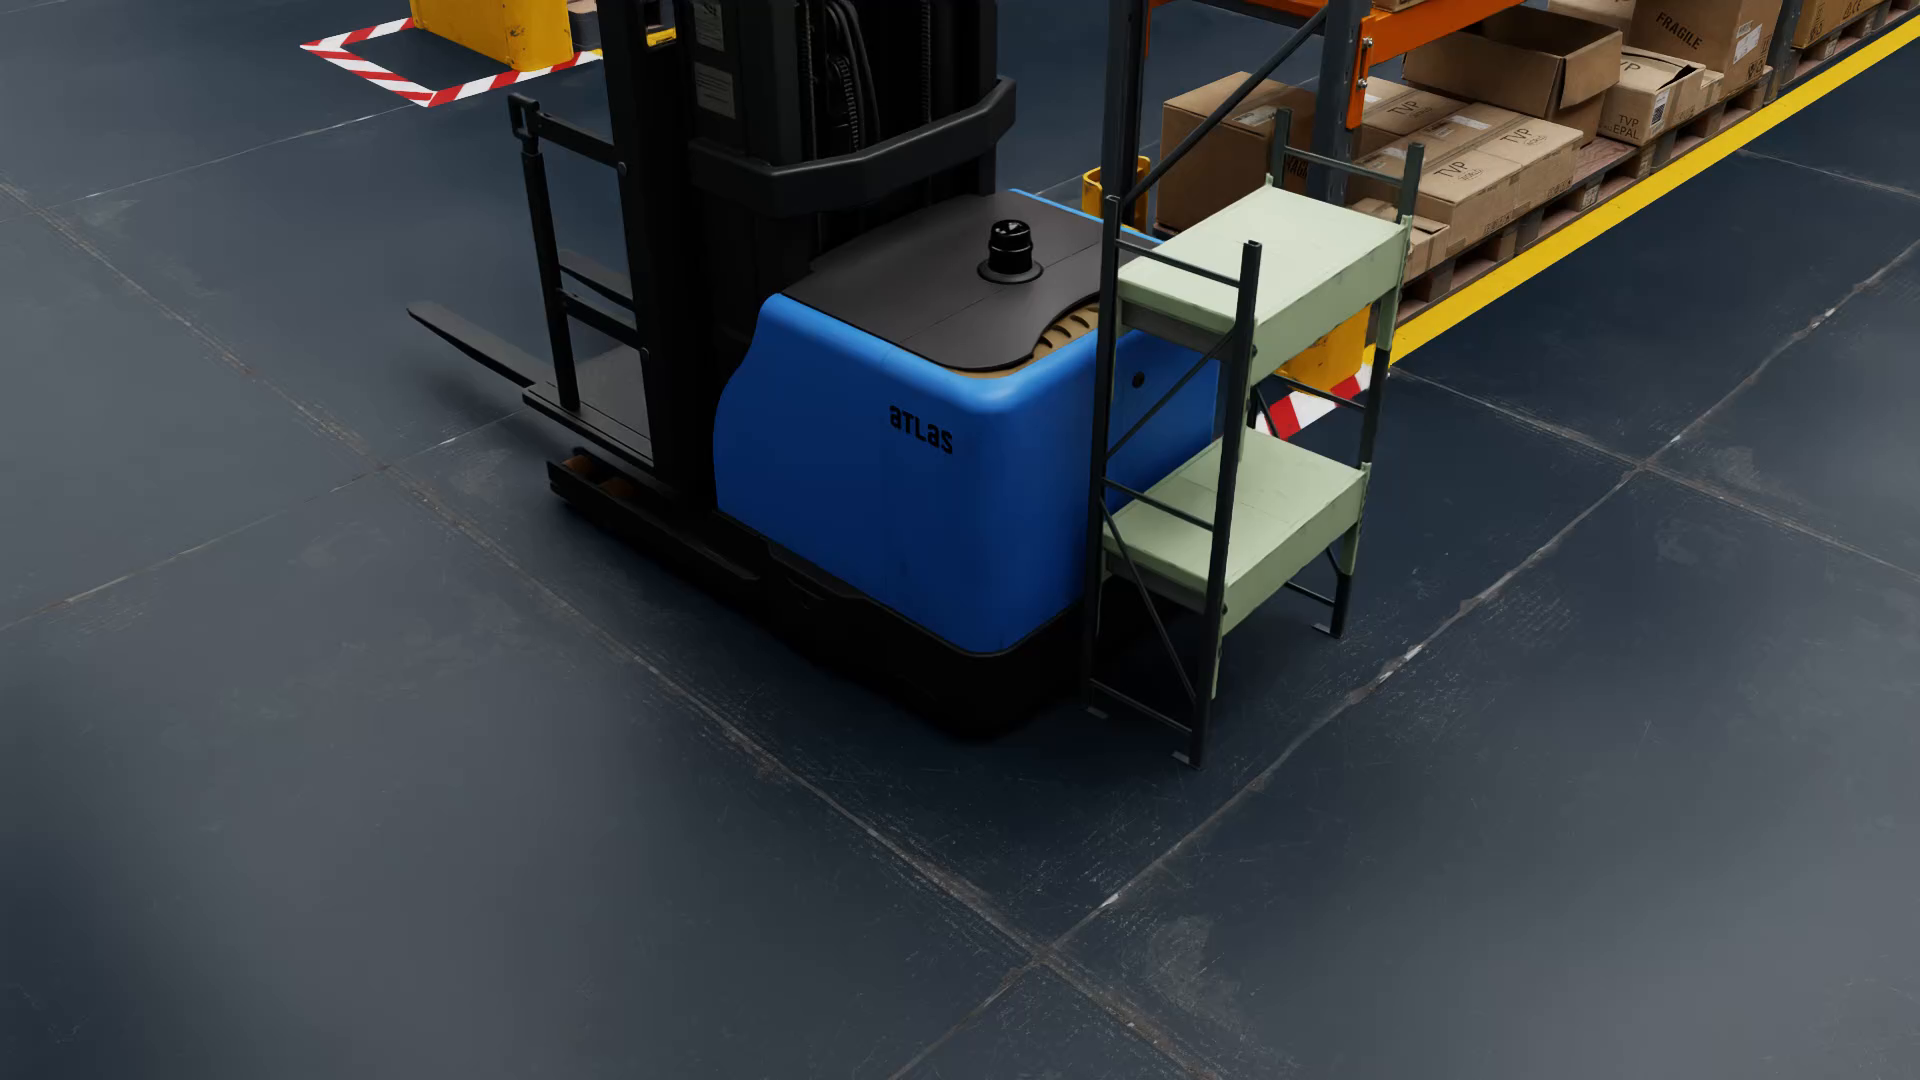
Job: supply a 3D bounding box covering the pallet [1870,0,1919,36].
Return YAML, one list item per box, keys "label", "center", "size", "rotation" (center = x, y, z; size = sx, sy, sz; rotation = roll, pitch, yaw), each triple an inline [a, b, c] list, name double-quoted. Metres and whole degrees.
- label: "pallet"
  center: [5.151, -3.337, 9.850]
  size: [1.003, 0.211, 1.213]
  rotation: [30, 45, 35]

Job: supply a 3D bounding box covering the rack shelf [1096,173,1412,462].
- label: "rack shelf"
  center: [0.720, -0.563, 4.064]
  size: [0.431, 0.370, 0.720]
  rotation: [26, 42, 32]

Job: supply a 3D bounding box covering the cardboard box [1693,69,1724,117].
- label: "cardboard box"
  center: [3.324, -2.126, 7.785]
  size: [0.380, 0.149, 0.250]
  rotation: [30, 45, 35]

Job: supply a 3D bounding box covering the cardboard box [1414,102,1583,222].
- label: "cardboard box"
  center: [2.216, -1.579, 6.910]
  size: [0.500, 0.250, 0.500]
  rotation: [30, 45, 35]

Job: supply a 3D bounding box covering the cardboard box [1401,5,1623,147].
- label: "cardboard box"
  center: [2.425, -2.029, 7.335]
  size: [0.797, 0.503, 0.637]
  rotation: [30, 45, 35]

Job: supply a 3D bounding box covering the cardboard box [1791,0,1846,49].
- label: "cardboard box"
  center: [4.259, -2.891, 8.573]
  size: [0.500, 0.500, 0.500]
  rotation: [27, 43, 33]

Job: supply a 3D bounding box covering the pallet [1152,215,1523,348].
- label: "pallet"
  center: [1.542, -1.225, 6.822]
  size: [1.003, 0.211, 1.213]
  rotation: [30, 45, 35]

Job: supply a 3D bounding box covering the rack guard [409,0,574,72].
- label: "rack guard"
  center: [-2.593, -2.971, 9.073]
  size: [1.175, 0.500, 0.348]
  rotation: [30, 45, 35]

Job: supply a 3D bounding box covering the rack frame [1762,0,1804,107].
- label: "rack frame"
  center: [3.745, -3.637, 7.843]
  size: [1.000, 3.000, 0.127]
  rotation: [30, 45, 35]

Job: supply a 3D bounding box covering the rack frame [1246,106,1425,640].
- label: "rack frame"
  center: [0.957, -0.402, 4.516]
  size: [0.400, 1.500, 0.023]
  rotation: [26, 42, 32]

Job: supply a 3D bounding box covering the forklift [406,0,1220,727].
- label: "forklift"
  center: [-0.691, -1.428, 4.736]
  size: [3.031, 2.935, 1.130]
  rotation: [28, 43, 34]

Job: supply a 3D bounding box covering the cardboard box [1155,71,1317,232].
- label: "cardboard box"
  center: [1.135, -1.489, 6.563]
  size: [0.500, 0.500, 0.500]
  rotation: [30, 45, 35]

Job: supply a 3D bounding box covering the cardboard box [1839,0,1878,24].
- label: "cardboard box"
  center: [4.627, -3.112, 8.890]
  size: [0.500, 0.500, 0.500]
  rotation: [-29, 44, -35]

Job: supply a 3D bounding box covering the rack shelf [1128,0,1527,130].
- label: "rack shelf"
  center: [2.336, -2.530, 6.885]
  size: [1.077, 0.370, 4.000]
  rotation: [30, 45, 35]

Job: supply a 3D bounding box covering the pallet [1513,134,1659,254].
- label: "pallet"
  center: [2.401, -1.717, 7.528]
  size: [1.003, 0.211, 1.213]
  rotation: [30, 45, 35]

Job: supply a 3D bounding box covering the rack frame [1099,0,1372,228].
- label: "rack frame"
  center: [0.927, -2.014, 5.515]
  size: [1.000, 3.000, 0.127]
  rotation: [30, 45, 35]

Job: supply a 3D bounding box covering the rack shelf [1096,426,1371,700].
- label: "rack shelf"
  center: [0.720, 0.025, 4.473]
  size: [0.431, 0.370, 0.720]
  rotation: [26, 42, 32]

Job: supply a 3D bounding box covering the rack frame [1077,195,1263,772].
- label: "rack frame"
  center: [0.483, -0.083, 4.058]
  size: [0.400, 1.500, 0.023]
  rotation: [26, 42, 32]

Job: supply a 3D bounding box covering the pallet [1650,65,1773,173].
- label: "pallet"
  center: [3.261, -2.215, 8.242]
  size: [1.003, 0.211, 1.213]
  rotation: [30, 45, 35]

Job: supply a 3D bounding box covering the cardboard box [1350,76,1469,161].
- label: "cardboard box"
  center: [1.826, -1.760, 7.170]
  size: [0.500, 0.250, 0.500]
  rotation: [30, 45, 35]

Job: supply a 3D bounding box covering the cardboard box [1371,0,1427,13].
- label: "cardboard box"
  center: [1.427, -2.129, 5.592]
  size: [0.500, 0.500, 0.500]
  rotation: [-29, 44, -35]

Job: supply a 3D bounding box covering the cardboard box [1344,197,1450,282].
- label: "cardboard box"
  center: [1.642, -1.165, 6.390]
  size: [0.380, 0.166, 0.250]
  rotation: [30, 45, 35]

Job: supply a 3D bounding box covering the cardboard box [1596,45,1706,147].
- label: "cardboard box"
  center: [3.017, -2.065, 7.555]
  size: [0.500, 0.311, 0.500]
  rotation: [30, 45, 35]

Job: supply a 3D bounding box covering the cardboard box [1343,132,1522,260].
- label: "cardboard box"
  center: [1.864, -1.376, 6.619]
  size: [0.500, 0.250, 0.500]
  rotation: [30, 45, 35]

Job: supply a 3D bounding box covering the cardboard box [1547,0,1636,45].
- label: "cardboard box"
  center: [3.296, -2.632, 8.367]
  size: [0.500, 0.311, 0.500]
  rotation: [30, 45, 35]

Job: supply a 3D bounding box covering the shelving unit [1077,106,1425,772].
- label: "shelving unit"
  center: [0.720, -0.243, 4.287]
  size: [0.431, 1.500, 0.755]
  rotation: [26, 42, 32]

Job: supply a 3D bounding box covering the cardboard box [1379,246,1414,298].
- label: "cardboard box"
  center: [1.466, -1.056, 6.250]
  size: [0.380, 0.149, 0.250]
  rotation: [30, 45, 35]

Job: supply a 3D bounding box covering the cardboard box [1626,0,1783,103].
- label: "cardboard box"
  center: [3.545, -2.447, 7.937]
  size: [0.500, 0.500, 0.500]
  rotation: [30, 45, 35]

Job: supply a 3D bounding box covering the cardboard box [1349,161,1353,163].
- label: "cardboard box"
  center: [1.485, -1.480, 6.842]
  size: [0.380, 0.166, 0.250]
  rotation: [30, 45, 35]

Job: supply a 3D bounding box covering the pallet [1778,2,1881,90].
- label: "pallet"
  center: [4.292, -2.839, 9.136]
  size: [1.003, 0.211, 1.213]
  rotation: [30, 45, 35]

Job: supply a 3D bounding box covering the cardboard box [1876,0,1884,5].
- label: "cardboard box"
  center: [4.984, -3.312, 9.177]
  size: [0.500, 0.500, 0.500]
  rotation: [-29, 44, -35]

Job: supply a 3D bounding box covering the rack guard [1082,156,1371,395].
- label: "rack guard"
  center: [0.981, -1.019, 6.274]
  size: [1.175, 0.500, 0.348]
  rotation: [30, 45, 35]

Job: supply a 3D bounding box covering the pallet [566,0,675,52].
- label: "pallet"
  center: [-1.977, -3.187, 9.635]
  size: [1.003, 0.211, 1.213]
  rotation: [30, 45, 35]
